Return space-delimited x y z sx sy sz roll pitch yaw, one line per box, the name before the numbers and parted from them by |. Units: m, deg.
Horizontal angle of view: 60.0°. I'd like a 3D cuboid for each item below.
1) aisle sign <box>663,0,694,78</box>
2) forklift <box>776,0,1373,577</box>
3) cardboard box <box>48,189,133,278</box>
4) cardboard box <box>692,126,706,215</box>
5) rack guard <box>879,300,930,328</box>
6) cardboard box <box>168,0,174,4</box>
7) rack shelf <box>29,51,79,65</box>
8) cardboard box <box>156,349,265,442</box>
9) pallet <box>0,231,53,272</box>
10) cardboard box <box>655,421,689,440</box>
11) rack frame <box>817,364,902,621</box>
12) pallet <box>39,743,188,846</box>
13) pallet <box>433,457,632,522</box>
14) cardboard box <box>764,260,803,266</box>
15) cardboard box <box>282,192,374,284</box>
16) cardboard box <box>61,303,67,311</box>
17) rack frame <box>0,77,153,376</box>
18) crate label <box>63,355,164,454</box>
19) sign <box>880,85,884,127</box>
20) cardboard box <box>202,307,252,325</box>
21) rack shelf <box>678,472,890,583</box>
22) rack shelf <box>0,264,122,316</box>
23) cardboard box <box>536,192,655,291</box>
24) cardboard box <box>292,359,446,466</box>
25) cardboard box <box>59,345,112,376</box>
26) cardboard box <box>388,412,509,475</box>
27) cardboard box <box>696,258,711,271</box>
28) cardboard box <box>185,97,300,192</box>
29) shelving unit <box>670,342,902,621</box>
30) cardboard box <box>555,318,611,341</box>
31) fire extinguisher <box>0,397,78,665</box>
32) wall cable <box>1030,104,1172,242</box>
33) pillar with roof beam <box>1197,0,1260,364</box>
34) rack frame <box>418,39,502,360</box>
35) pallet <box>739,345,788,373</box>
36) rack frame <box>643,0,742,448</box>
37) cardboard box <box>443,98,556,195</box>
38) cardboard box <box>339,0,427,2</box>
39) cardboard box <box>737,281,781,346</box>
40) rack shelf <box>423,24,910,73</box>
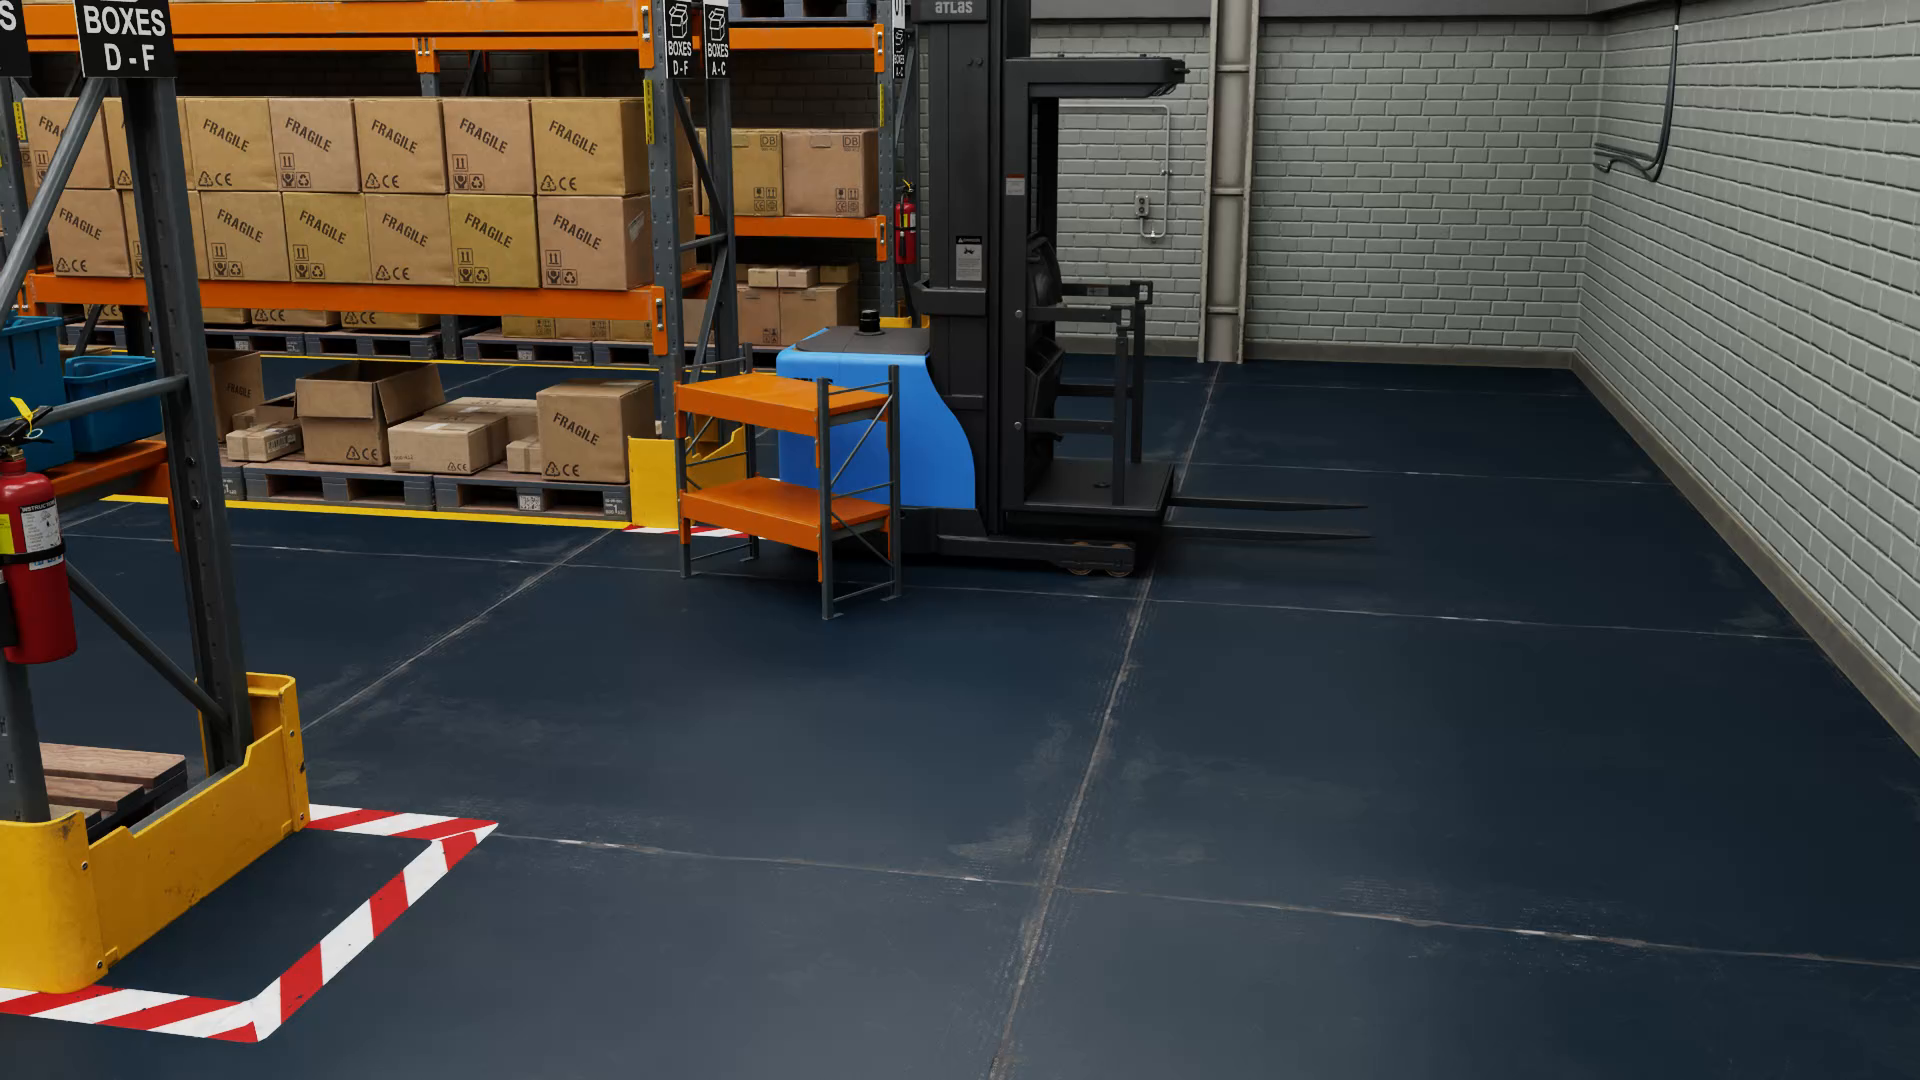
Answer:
aisle sign | -1.482 -2.831 8.722 0.004 0.787 0.394 3 16 11
forklift | 0.618 -1.380 8.485 3.031 2.935 1.130 3 16 11
cardboard box | -4.962 -1.824 9.771 0.500 0.500 0.500 4 16 13
cardboard box | -2.466 -3.205 14.383 0.700 0.700 0.980 2 16 8
rack guard | -0.481 -1.752 14.379 0.348 0.500 1.175 3 16 11
cardboard box | -4.491 -3.129 9.332 0.500 0.250 0.500 3 16 11
rack shelf | -10.303 -4.588 15.666 4.000 0.370 1.077 3 16 11
cardboard box | -4.792 -0.926 10.573 0.500 0.500 0.500 3 16 11
pallet | -6.169 -1.853 10.422 1.213 0.211 1.003 3 16 11
cardboard box | -1.829 -0.612 10.098 0.250 0.149 0.380 3 16 11
rack frame | -0.458 -0.223 7.691 0.032 1.125 0.500 13 20 40
pallet | -3.279 0.924 5.261 1.213 0.211 1.003 3 16 11
pallet | -2.343 -0.364 9.910 1.213 0.211 1.003 3 16 11
cardboard box | -1.544 -2.351 14.542 0.250 0.149 0.380 3 16 11
cardboard box | -3.471 -1.744 9.481 0.500 0.500 0.500 3 16 10
cardboard box | -9.060 -2.415 15.950 0.500 0.500 0.700 3 16 12
rack frame | -5.407 -1.874 10.139 0.127 3.000 1.000 3 16 11
crate label | -2.655 -0.413 5.067 0.303 0.233 0.416 3 16 11
sign | -0.626 -3.489 13.354 0.005 0.325 0.100 3 16 11
cardboard box | -6.792 -2.428 15.378 0.750 0.750 0.750 3 16 11
rack shelf | -0.840 -0.077 8.080 1.000 0.278 0.538 13 20 40
rack shelf | -7.367 -1.634 10.619 4.000 0.370 1.077 3 16 11
cardboard box | -1.981 -1.662 9.187 0.500 0.500 0.500 4 16 13
cardboard box | -3.565 -0.785 10.058 0.637 0.503 0.797 3 16 11
cardboard box | -5.833 -0.971 10.737 0.500 0.500 0.500 2 16 9
cardboard box | -2.994 -0.571 9.762 0.500 0.250 0.500 3 16 11
cardboard box | -2.290 -2.392 14.688 0.250 0.149 0.380 3 16 12
cardboard box | -3.992 -2.251 9.438 0.500 0.500 0.500 3 16 9
shelving unit | -0.840 -0.313 8.015 1.048 1.125 0.538 13 20 40
cardboard box | -3.220 -2.074 14.756 0.500 0.500 0.700 3 16 11
fire extinguisher | -2.421 -0.022 4.296 0.183 0.674 0.296 3 16 11
wall cable | 0.939 -3.627 14.562 1.851 1.984 0.084 3 16 11
pillar with roof beam | 1.456 -4.805 9.482 0.400 9.000 9.100 3 16 11
rack frame | -4.424 -3.170 14.818 0.127 3.000 1.000 3 16 11
pallet | -1.303 -1.636 14.502 1.213 0.211 1.003 3 16 11
rack frame | -1.488 -1.662 9.371 0.127 3.000 1.000 3 16 11
cardboard box | -2.474 -2.170 9.146 0.500 0.500 0.500 4 16 13
cardboard box | -3.024 -3.046 9.031 0.500 0.250 0.500 3 16 11
cardboard box | -1.700 -1.993 14.464 0.500 0.500 0.700 3 16 11
rack shelf | -2.464 -4.163 14.130 4.000 0.370 1.077 3 16 11
